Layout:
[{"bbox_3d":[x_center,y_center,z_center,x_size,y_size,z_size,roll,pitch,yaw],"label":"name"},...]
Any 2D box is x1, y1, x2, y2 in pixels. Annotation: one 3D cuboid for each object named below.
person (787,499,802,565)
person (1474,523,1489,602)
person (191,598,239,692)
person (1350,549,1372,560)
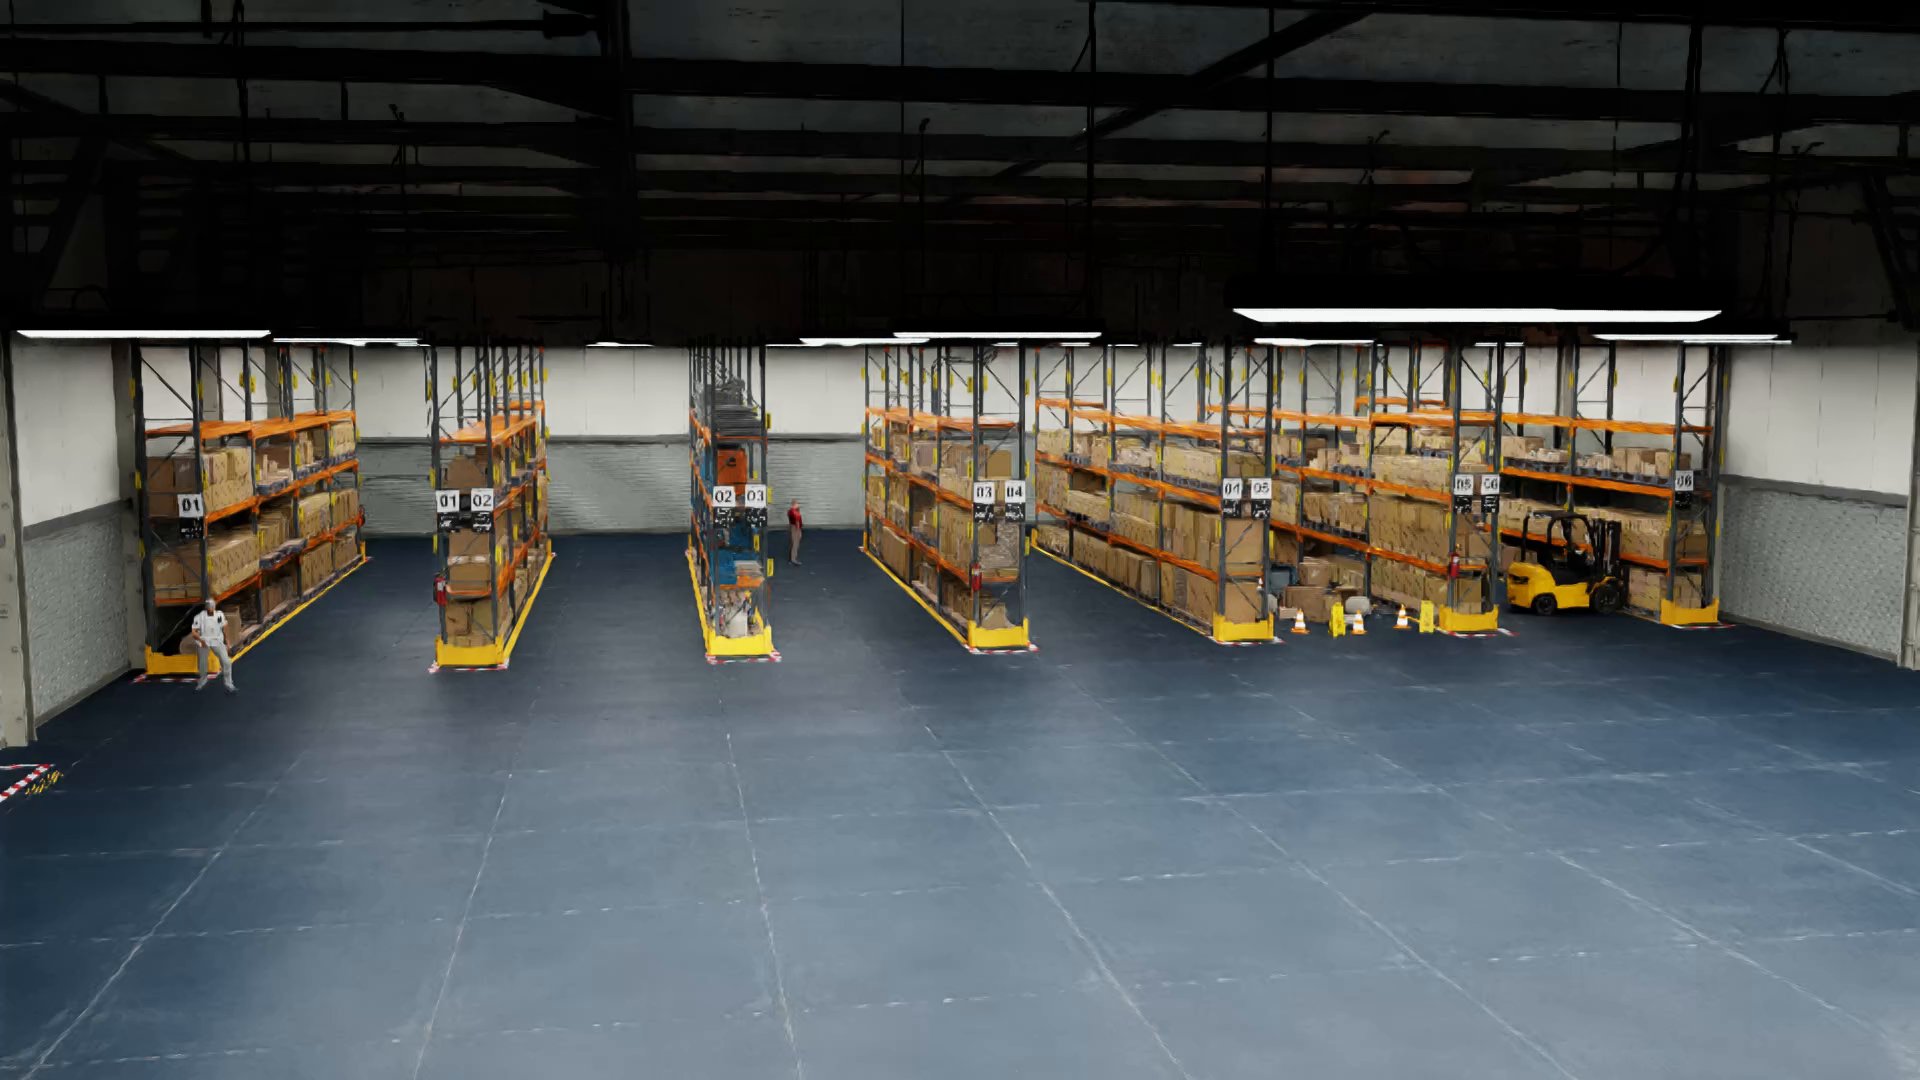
[{"bbox_3d":[-4.387,-0.224,44.314,0.407,1.727,0.655,-3,7,-26],"label":"person"},{"bbox_3d":[11.793,0.486,37.876,0.636,1.775,0.677,2,7,20],"label":"person"},{"bbox_3d":[-12.509,1.740,27.845,0.661,1.599,0.789,-4,7,-28],"label":"person"},{"bbox_3d":[10.947,-0.351,45.339,0.591,1.744,0.669,2,7,13],"label":"person"}]
